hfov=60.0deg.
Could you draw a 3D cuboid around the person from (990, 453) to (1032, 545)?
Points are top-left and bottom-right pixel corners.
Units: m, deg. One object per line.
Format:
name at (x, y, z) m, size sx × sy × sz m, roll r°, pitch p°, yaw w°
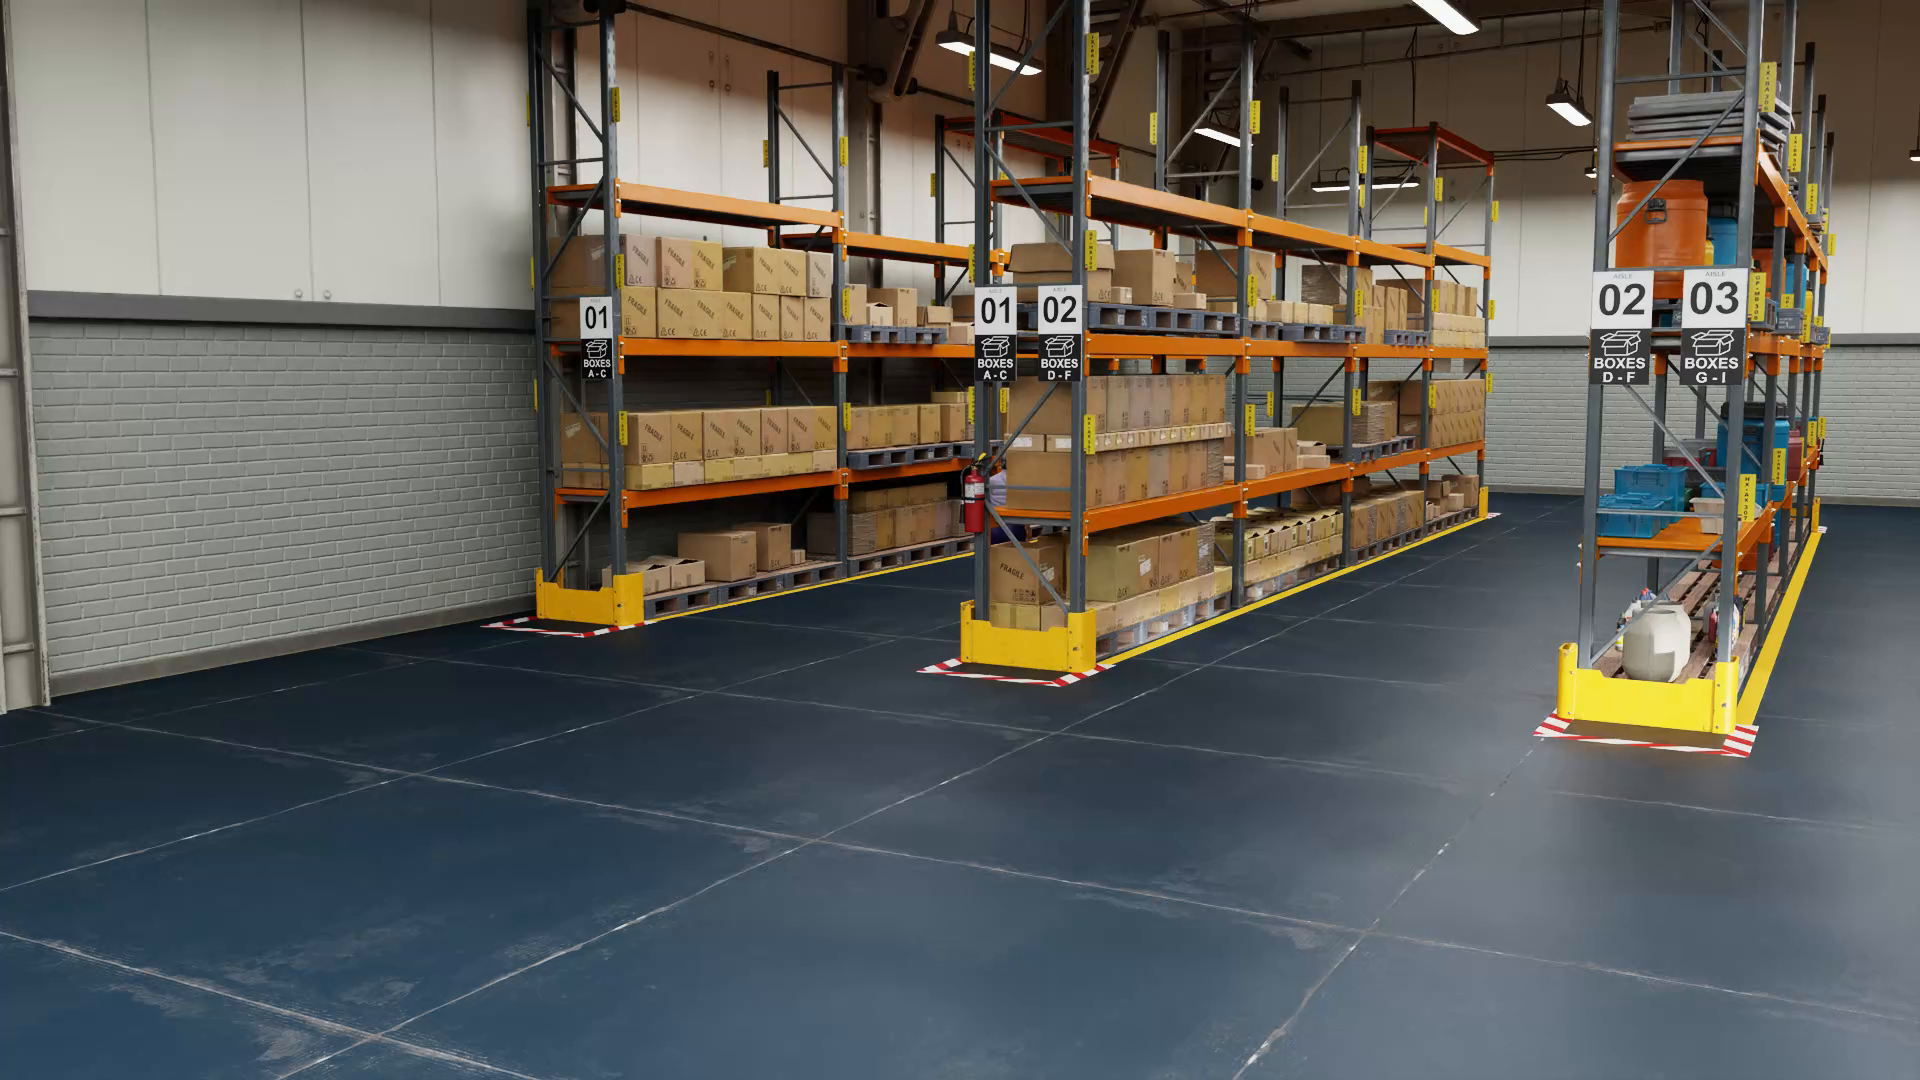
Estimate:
person at (0.495, -0.085, 17.211) m, size 0.541 × 1.652 × 0.369 m, roll 3°, pitch 7°, yaw 29°
